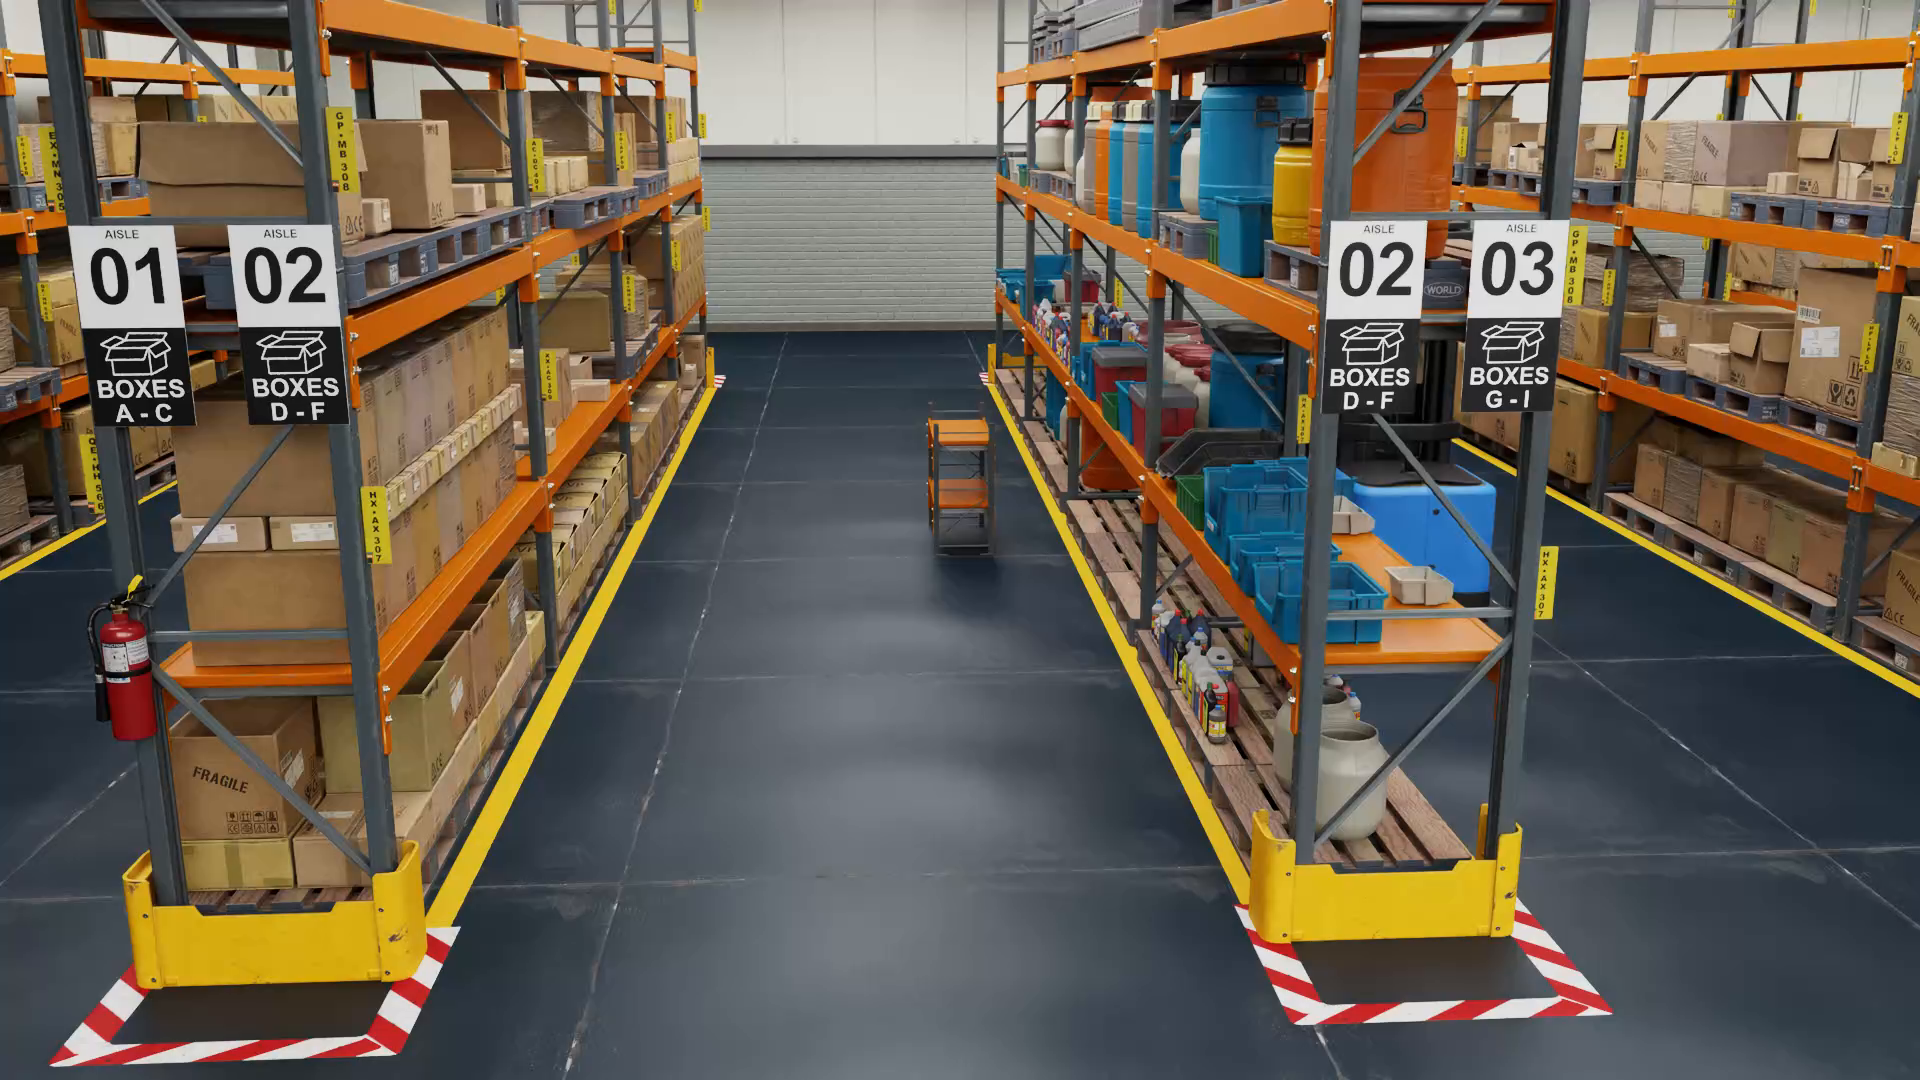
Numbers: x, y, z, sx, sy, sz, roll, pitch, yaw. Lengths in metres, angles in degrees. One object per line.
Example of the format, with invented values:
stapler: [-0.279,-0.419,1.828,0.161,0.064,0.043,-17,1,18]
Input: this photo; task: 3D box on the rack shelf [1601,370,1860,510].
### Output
rack shelf: [6.559,-0.892,13.416,1.077,0.370,4.000,-1,14,-3]

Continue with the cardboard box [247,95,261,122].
cardboard box: [-8.483,-4.930,19.401,0.500,0.500,0.500,-1,14,-3]

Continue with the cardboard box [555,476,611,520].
cardboard box: [-3.107,-0.348,13.408,0.500,0.311,0.500,-1,14,-4]

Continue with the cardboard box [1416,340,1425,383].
cardboard box: [6.170,-2.296,20.851,0.875,0.875,0.875,-1,14,-3]

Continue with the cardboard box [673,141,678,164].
cardboard box: [-3.516,-4.452,19.086,0.500,0.250,0.500,-1,14,-3]

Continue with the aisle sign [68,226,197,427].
aisle sign: [-3.246,-0.834,6.531,0.394,0.787,0.004,-1,14,-3]

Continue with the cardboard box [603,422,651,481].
cardboard box: [-3.234,-0.836,15.889,0.500,0.500,0.500,-1,14,-5]

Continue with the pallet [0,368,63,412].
pallet: [-8.246,-1.240,13.710,1.213,0.211,1.003,-1,14,-3]

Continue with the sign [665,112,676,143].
sign: [-3.147,-4.484,18.085,0.100,0.325,0.005,-1,14,-3]

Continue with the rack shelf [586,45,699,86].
rack shelf: [-3.825,-5.633,19.811,1.077,0.370,4.000,-1,14,-3]

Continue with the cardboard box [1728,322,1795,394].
cardboard box: [6.483,-1.426,12.998,0.797,0.503,0.637,1,14,2]

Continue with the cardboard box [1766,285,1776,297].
cardboard box: [10.741,-3.249,21.638,0.380,0.149,0.250,-1,14,-5]

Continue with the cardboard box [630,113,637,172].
cardboard box: [-3.743,-4.207,17.593,0.600,0.600,0.600,-2,15,-9]

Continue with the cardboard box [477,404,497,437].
cardboard box: [-2.925,-0.697,9.713,0.380,0.149,0.250,-1,14,-4]

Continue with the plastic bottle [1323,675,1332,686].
plastic bottle: [2.158,0.871,9.714,0.097,0.271,0.097,0,14,0]

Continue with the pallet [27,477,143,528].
pallet: [-8.370,-0.355,15.482,1.003,0.211,1.213,-1,14,-3]

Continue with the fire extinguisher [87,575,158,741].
fire extinguisher: [-3.413,0.478,6.804,0.296,0.674,0.183,-1,14,-3]

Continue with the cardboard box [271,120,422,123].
cardboard box: [-3.229,-1.953,8.747,0.797,0.503,0.637,1,14,3]

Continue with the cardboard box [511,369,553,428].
cardboard box: [-3.269,-0.961,12.043,0.500,0.500,0.500,0,14,1]

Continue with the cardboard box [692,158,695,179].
cardboard box: [-3.633,-4.707,21.082,0.500,0.250,0.500,-1,14,-3]

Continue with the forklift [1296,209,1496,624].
forklift: [3.197,-1.113,12.969,1.130,2.935,3.031,-1,14,-3]

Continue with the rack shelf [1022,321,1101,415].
rack shelf: [1.367,-1.810,16.985,1.077,0.370,4.000,-1,14,-3]

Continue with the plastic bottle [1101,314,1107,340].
plastic bottle: [1.529,-2.244,17.487,0.097,0.271,0.097,0,14,0]

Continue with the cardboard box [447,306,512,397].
cardboard box: [-3.171,-1.157,10.200,0.700,0.500,0.500,-1,14,-3]

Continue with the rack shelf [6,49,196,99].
rack shelf: [-8.521,-4.369,15.693,1.077,0.370,4.000,-1,14,-3]

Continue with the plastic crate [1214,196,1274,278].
plastic crate: [1.568,-1.586,8.683,0.392,0.384,0.575,-1,14,-3]

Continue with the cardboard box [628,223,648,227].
cardboard box: [-4.086,-3.613,20.340,0.500,0.500,0.500,-1,14,-4]

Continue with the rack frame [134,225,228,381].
rack frame: [-8.645,-2.503,18.235,1.000,3.000,0.127,-1,14,-3]

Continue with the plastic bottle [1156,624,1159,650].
plastic bottle: [1.334,0.612,10.859,0.097,0.201,0.097,0,14,0]

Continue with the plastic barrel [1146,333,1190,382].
plastic barrel: [1.768,-1.463,13.967,0.421,0.512,0.421,0,14,0]

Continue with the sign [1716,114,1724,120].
sign: [10.354,-5.646,22.677,0.100,0.325,0.005,-1,14,-3]

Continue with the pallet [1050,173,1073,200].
pallet: [1.463,-3.542,16.631,1.003,0.211,1.213,-1,14,-3]

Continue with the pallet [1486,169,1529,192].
pallet: [6.293,-3.865,17.893,0.805,0.209,1.217,-1,15,-6]

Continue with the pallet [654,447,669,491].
pallet: [-3.534,-0.724,16.917,1.003,0.211,1.213,-1,14,-3]

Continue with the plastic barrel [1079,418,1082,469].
plastic barrel: [1.320,-0.920,16.233,0.421,0.512,0.421,0,14,0]

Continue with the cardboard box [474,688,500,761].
cardboard box: [-2.860,1.022,9.208,0.500,0.250,0.500,-1,14,-3]

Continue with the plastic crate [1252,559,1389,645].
plastic crate: [1.657,0.281,7.714,0.499,0.251,0.616,-1,14,-3]

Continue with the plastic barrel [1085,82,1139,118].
plastic barrel: [1.502,-4.133,16.700,0.600,0.901,0.708,-1,14,-3]

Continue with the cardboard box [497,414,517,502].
cardboard box: [-3.171,-0.529,10.362,0.700,0.500,0.500,-1,14,-5]

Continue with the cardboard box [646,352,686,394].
cardboard box: [-3.822,-2.052,20.607,0.797,0.503,0.637,-1,14,-3]

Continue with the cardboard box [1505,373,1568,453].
cardboard box: [6.365,-1.306,17.003,1.225,0.875,0.875,-1,14,-3]

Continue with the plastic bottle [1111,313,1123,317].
plastic bottle: [1.653,-2.253,17.512,0.152,0.276,0.135,-1,14,-3]

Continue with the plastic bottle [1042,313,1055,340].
plastic bottle: [0.949,-2.245,17.479,0.152,0.276,0.135,-1,14,-3]

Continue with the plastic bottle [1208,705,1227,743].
plastic bottle: [1.436,1.021,9.273,0.097,0.201,0.097,0,14,0]

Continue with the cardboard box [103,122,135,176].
cardboard box: [-8.601,-3.859,16.402,0.700,0.500,0.500,-1,14,-4]

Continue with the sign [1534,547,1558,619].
sign: [2.536,0.187,7.224,0.100,0.325,0.005,-1,14,-3]

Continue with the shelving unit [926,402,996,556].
shelving unit: [0.000,-0.546,14.393,0.538,1.125,1.048,-1,14,-3]

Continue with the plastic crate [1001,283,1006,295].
plastic crate: [0.662,-3.236,21.492,0.250,0.136,0.298,-1,14,-3]

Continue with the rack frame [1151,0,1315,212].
rack frame: [1.739,-3.572,10.349,1.000,3.000,0.127,-1,14,-3]

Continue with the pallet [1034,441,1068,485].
pallet: [1.328,-0.809,17.246,1.003,0.211,1.213,-1,14,-3]

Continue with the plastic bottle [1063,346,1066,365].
plastic bottle: [1.031,-1.769,15.783,0.097,0.201,0.097,0,14,0]

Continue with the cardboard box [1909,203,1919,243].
cardboard box: [6.455,-2.007,10.588,0.500,0.250,0.500,-1,15,-6]

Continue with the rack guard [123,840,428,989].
rack guard: [-2.956,1.621,7.225,1.175,0.500,0.348,-1,14,-3]

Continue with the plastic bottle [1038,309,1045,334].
plastic bottle: [0.894,-2.352,17.907,0.097,0.271,0.097,0,14,0]

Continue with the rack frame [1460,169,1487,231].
rack frame: [6.187,-2.732,19.126,1.000,3.000,0.127,-1,14,-3]

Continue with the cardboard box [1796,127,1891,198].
cardboard box: [6.693,-2.802,12.325,0.797,0.503,0.637,0,14,-1]
